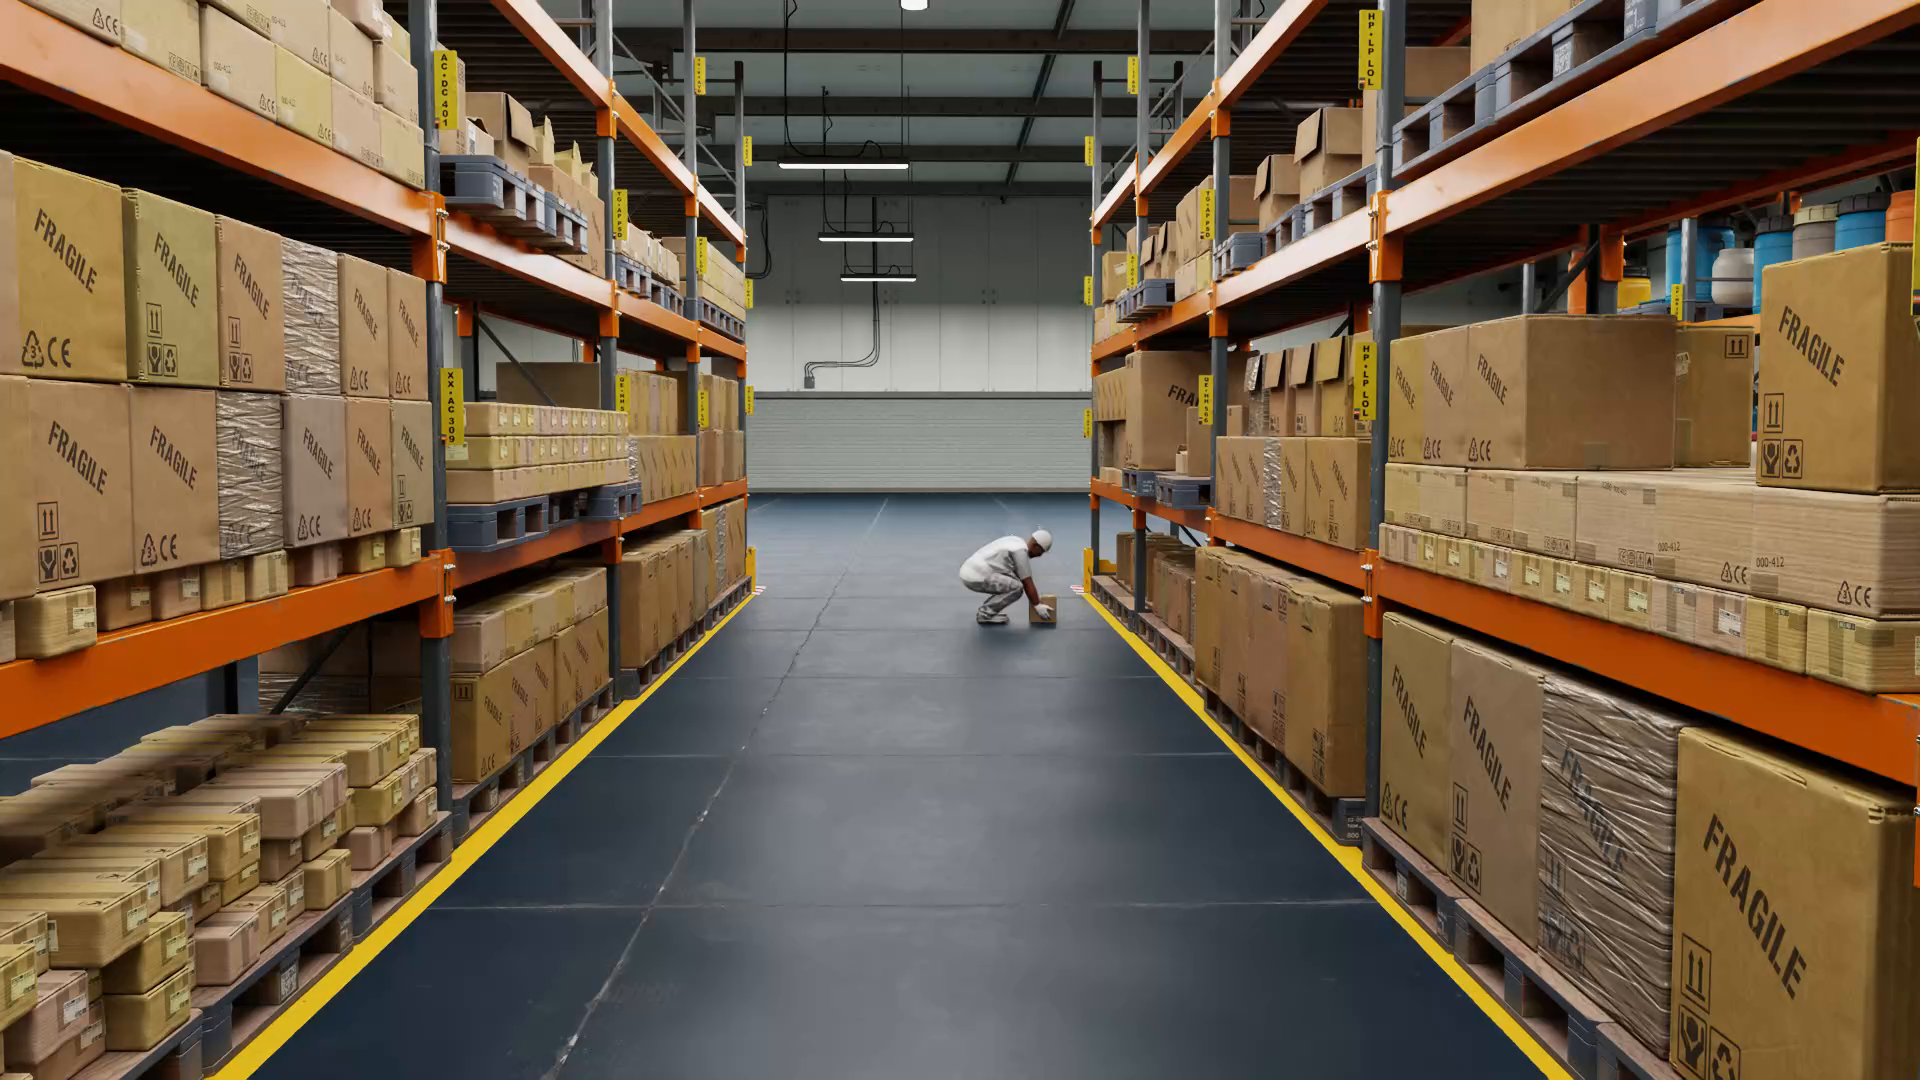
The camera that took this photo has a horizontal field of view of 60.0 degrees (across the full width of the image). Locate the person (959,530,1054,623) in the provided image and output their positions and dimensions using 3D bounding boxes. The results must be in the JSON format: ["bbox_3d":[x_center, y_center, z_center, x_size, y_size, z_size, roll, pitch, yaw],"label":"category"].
[{"bbox_3d":[0.446,0.350,16.125,0.911,0.885,0.578,0,4,-1],"label":"person"}]
